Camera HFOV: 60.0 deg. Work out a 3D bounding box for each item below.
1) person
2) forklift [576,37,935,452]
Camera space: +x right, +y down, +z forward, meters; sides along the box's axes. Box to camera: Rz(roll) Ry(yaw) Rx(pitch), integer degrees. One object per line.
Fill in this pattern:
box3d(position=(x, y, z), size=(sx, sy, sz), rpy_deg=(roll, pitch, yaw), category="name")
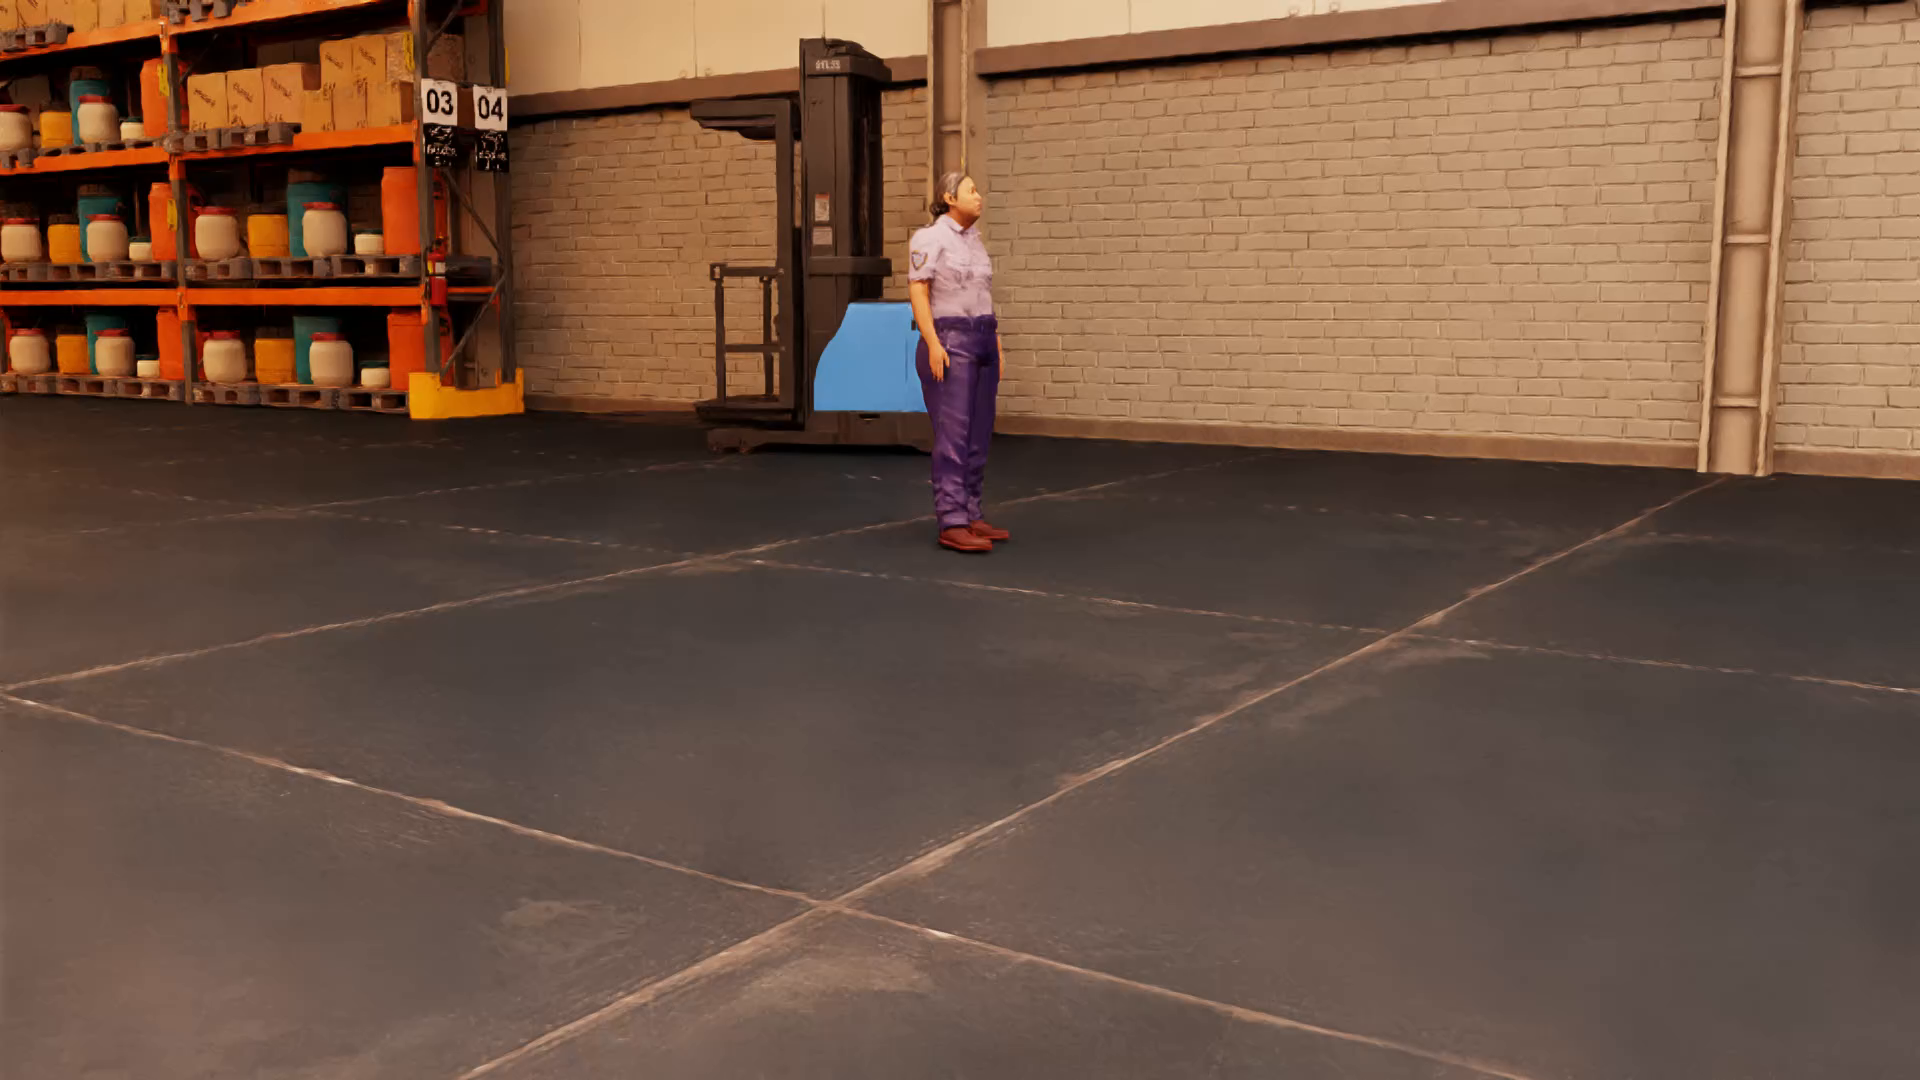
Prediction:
box3d(position=(0.062, -0.813, 7.418), size=(0.502, 1.650, 0.599), rpy_deg=(5, 10, 34), category="person")
box3d(position=(-1.366, -2.163, 12.404), size=(3.031, 2.935, 1.130), rpy_deg=(2, 8, 14), category="forklift")
